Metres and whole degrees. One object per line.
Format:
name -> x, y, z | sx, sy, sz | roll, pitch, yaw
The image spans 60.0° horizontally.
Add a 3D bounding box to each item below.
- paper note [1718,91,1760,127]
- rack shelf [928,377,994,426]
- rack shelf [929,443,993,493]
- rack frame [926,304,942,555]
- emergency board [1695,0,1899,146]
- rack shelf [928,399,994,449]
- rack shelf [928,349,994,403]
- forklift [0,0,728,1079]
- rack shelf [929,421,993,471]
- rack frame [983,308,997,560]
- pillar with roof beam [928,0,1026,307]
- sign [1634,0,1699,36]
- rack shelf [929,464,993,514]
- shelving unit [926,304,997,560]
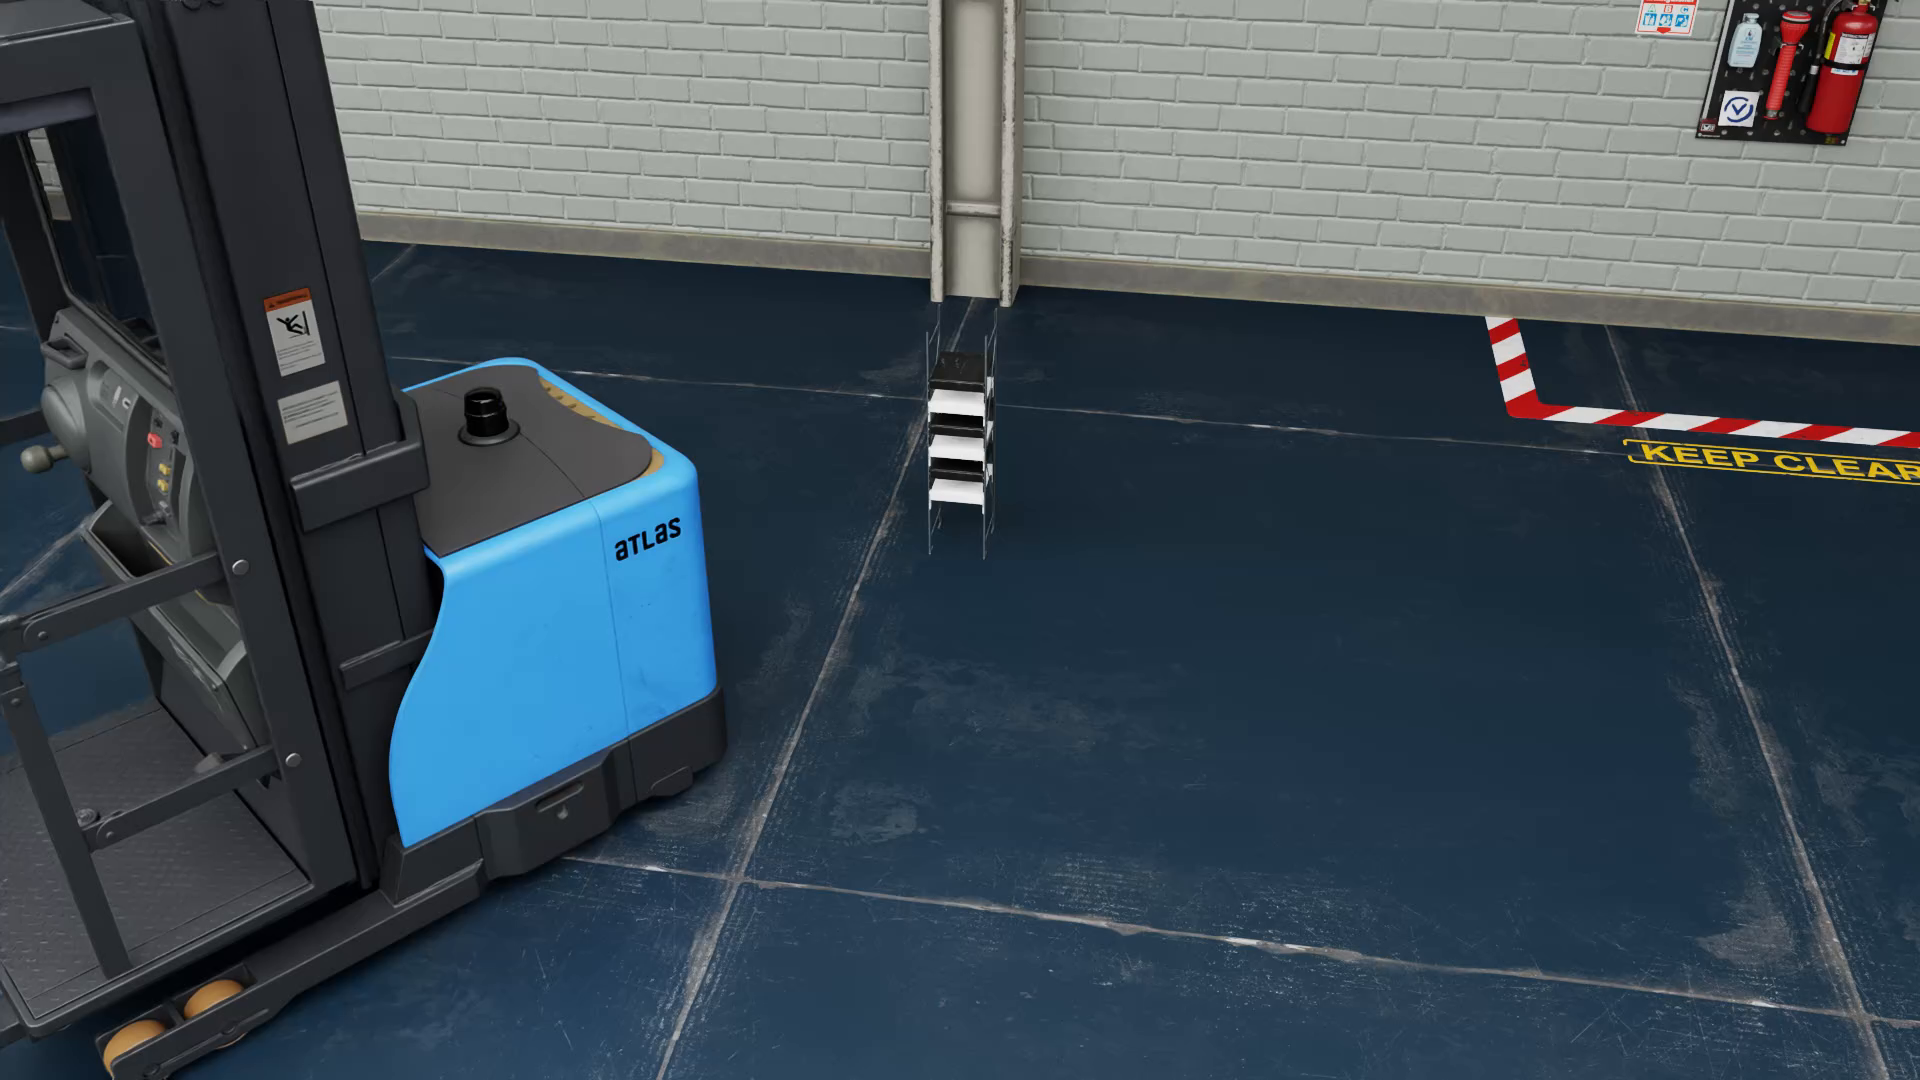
paper note -> 3.401, -1.882, 7.260 | 0.142, 0.148, 0.016 | 5, 32, 8
rack shelf -> 0.008, -0.505, 5.932 | 0.200, 0.077, 0.258 | 5, 32, 8
rack shelf -> 0.008, -0.276, 6.076 | 0.200, 0.077, 0.258 | 5, 32, 8
rack frame -> -0.092, -0.390, 6.025 | 0.006, 0.900, 0.240 | 5, 32, 8
emergency board -> 3.564, -2.204, 6.944 | 0.643, 1.169, 0.194 | 5, 32, 8
rack shelf -> 0.008, -0.429, 5.980 | 0.200, 0.077, 0.258 | 5, 32, 8
rack shelf -> 0.008, -0.581, 5.884 | 0.200, 0.077, 0.258 | 5, 32, 8
forklift -> -2.137, -0.205, 3.814 | 3.031, 2.935, 1.130 | -26, 40, -35
rack shelf -> 0.008, -0.352, 6.028 | 0.200, 0.077, 0.258 | 5, 32, 8
rack frame -> 0.108, -0.372, 5.996 | 0.006, 0.900, 0.240 | 5, 32, 8
pillar with roof beam -> -0.645, -2.790, 2.226 | 0.400, 9.000, 9.100 | 5, 32, 8
sign -> 3.036, -2.322, 7.099 | 0.234, 0.329, 0.001 | 5, 32, 8
rack shelf -> 0.008, -0.200, 6.123 | 0.200, 0.077, 0.258 | 5, 32, 8
shelving unit -> 0.008, -0.381, 6.010 | 0.210, 0.900, 0.258 | 5, 32, 8
